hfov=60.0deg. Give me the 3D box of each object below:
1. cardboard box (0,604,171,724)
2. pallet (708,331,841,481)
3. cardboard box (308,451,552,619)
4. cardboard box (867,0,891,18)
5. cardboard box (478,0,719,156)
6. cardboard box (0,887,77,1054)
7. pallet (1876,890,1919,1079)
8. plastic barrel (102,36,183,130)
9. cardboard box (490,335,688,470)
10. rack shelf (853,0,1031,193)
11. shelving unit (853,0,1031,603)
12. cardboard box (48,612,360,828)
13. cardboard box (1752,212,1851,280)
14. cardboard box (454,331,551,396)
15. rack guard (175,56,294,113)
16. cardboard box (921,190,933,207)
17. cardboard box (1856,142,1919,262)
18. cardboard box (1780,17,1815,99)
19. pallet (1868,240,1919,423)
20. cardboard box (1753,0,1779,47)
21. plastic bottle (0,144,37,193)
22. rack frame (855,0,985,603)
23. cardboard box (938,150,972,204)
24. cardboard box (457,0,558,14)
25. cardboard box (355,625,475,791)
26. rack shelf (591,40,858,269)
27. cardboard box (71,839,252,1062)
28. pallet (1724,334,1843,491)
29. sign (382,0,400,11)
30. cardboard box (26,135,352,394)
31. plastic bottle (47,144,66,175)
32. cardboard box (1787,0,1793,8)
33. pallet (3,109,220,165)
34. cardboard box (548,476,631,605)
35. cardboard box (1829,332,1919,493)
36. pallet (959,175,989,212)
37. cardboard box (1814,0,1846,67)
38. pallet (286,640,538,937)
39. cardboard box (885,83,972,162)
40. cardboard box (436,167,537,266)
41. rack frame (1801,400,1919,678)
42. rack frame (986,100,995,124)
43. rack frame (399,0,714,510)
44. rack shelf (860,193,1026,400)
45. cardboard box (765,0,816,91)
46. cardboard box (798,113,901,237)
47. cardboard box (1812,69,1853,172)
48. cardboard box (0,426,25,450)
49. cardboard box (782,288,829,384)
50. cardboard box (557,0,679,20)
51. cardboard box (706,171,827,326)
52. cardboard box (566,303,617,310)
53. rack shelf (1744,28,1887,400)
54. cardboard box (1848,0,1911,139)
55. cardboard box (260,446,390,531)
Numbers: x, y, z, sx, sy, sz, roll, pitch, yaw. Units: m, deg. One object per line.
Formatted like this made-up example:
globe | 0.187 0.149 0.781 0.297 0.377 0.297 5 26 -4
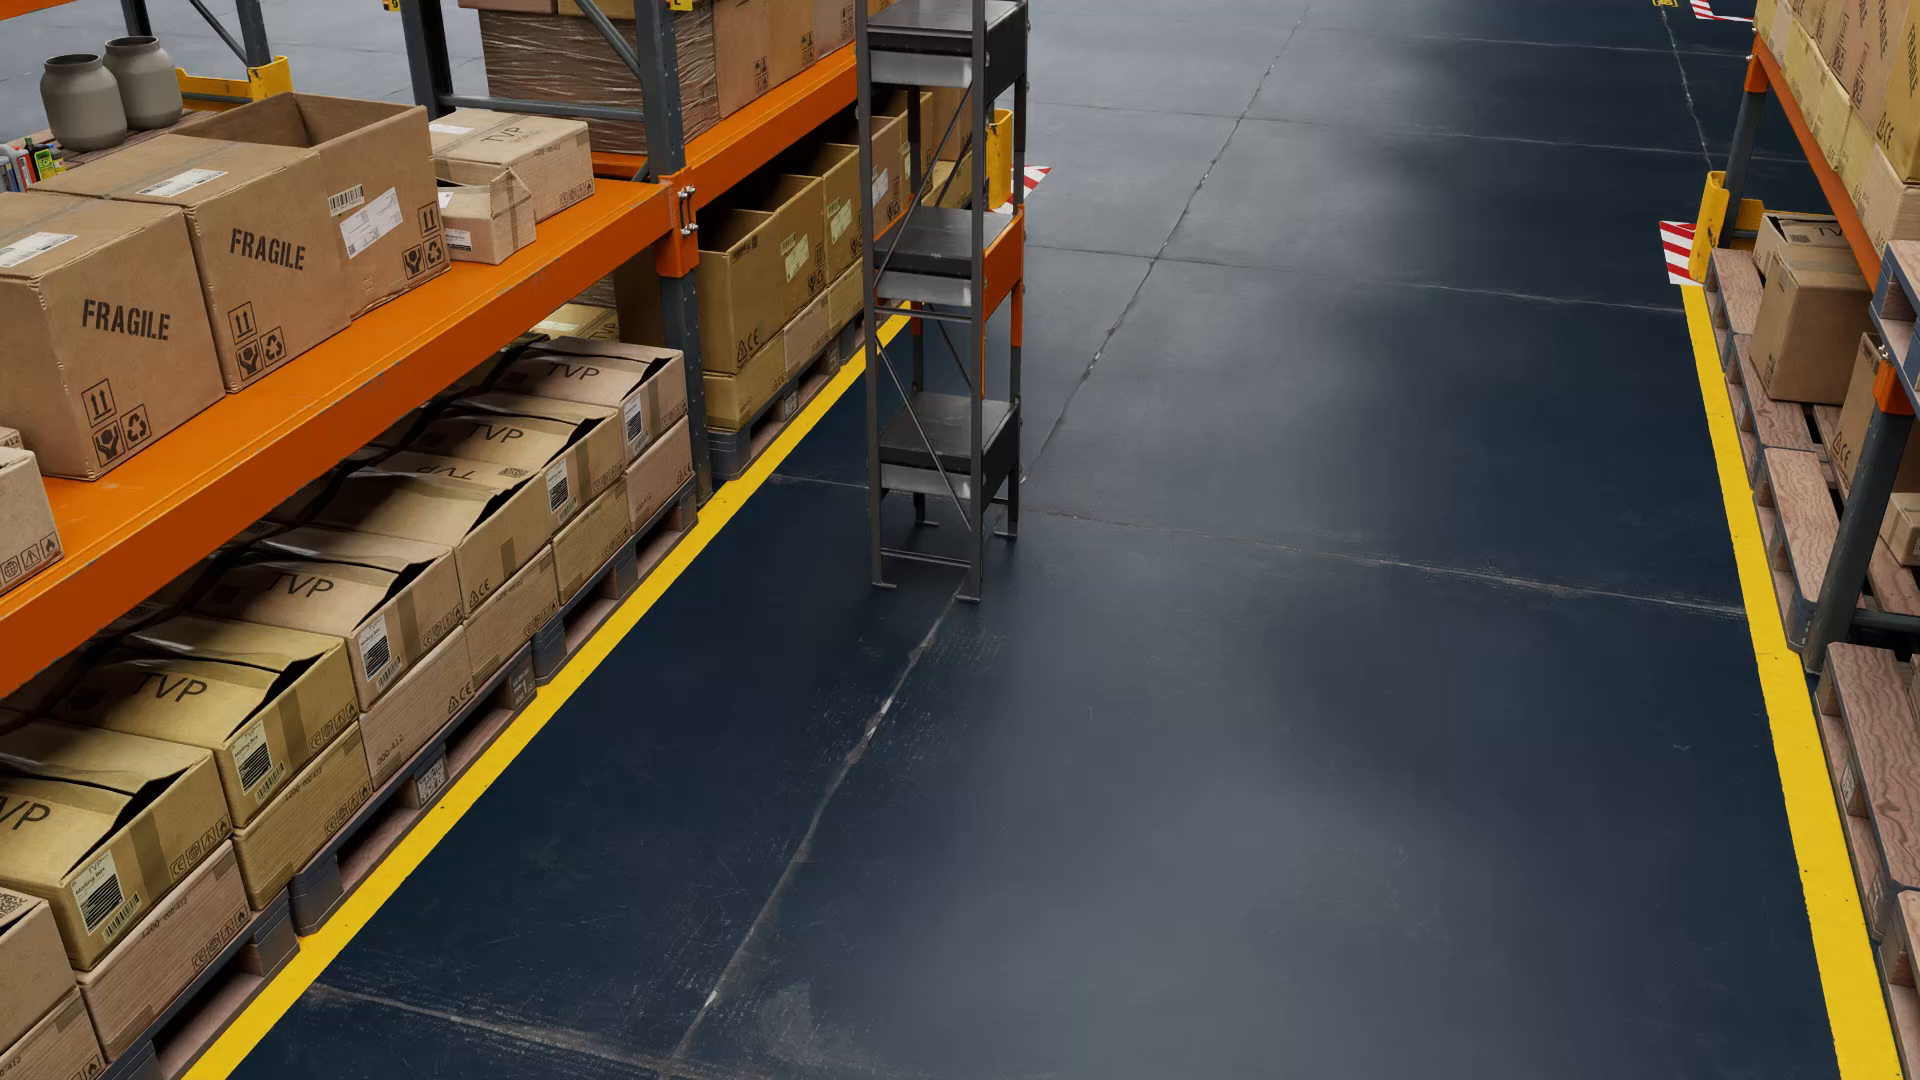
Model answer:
cardboard box | -2.427 0.348 4.358 0.500 0.311 0.500 8 30 15
pallet | -1.195 -0.674 7.244 1.003 0.211 1.213 8 30 15
cardboard box | -1.609 -0.052 5.078 0.500 0.311 0.500 8 30 15
cardboard box | -0.745 -2.741 7.990 0.700 0.500 0.500 9 30 15
cardboard box | -1.345 -1.779 6.260 0.700 0.500 0.500 8 30 14
cardboard box | -2.209 0.902 3.363 0.500 0.311 0.500 10 30 17
pallet | 2.684 1.326 3.649 1.003 0.211 1.213 8 30 15
plastic barrel | -5.149 -2.876 10.461 0.421 0.512 0.421 0 29 0
cardboard box | -1.314 -0.526 5.930 0.500 0.311 0.500 8 30 15
rack shelf | -0.049 -1.440 5.268 0.431 0.518 0.480 8 30 15
shelving unit | -0.049 -0.841 5.601 0.431 2.100 0.503 8 30 15
cardboard box | -1.911 0.420 4.229 0.500 0.311 0.500 8 30 14
cardboard box | 4.153 -1.391 7.978 0.500 0.311 0.500 5 30 9
cardboard box | -1.828 -0.599 6.061 0.500 0.311 0.500 9 30 15
rack guard | -5.006 -2.962 11.060 1.175 0.500 0.348 8 30 15
cardboard box | -0.450 -1.611 8.457 0.500 0.250 0.500 8 30 15
cardboard box | 3.117 -1.030 5.150 0.500 0.250 0.500 9 30 15
cardboard box | 3.701 -1.965 6.830 0.500 0.250 0.500 8 30 14
pallet | 2.904 -0.405 4.090 1.003 0.211 1.213 8 30 15
cardboard box | 3.995 -2.444 7.692 0.500 0.250 0.500 8 30 13
plastic bottle | -5.249 -2.069 9.232 0.152 0.276 0.135 9 30 15
rack frame | -0.120 -0.727 5.397 0.400 2.100 0.015 8 30 15
cardboard box | -0.170 -2.078 9.296 0.500 0.250 0.500 8 30 15
cardboard box | -1.594 -2.013 6.012 0.380 0.149 0.250 8 30 15
cardboard box | -1.764 0.432 4.783 0.500 0.250 0.500 9 30 16
rack shelf | -0.882 -2.144 7.758 1.077 0.370 4.000 8 30 15
cardboard box | -2.062 0.913 3.919 0.500 0.250 0.500 8 30 13
pallet | 3.787 -0.491 6.915 1.003 0.211 1.213 8 30 15
sign | -2.000 -2.020 5.824 0.100 0.325 0.005 8 30 15
cardboard box | -2.012 -0.740 4.392 0.500 0.500 0.500 9 30 15
plastic bottle | -5.149 -2.149 9.454 0.097 0.201 0.097 0 29 0
cardboard box | 3.860 -2.546 7.104 0.500 0.500 0.500 9 30 15
pallet | -5.250 -2.459 10.453 1.003 0.211 1.213 8 30 15
cardboard box | -1.464 -0.042 5.636 0.500 0.250 0.500 8 30 14
cardboard box | 3.534 -0.411 6.023 0.500 0.500 0.500 6 30 11
pallet | -0.479 -1.808 9.282 1.003 0.211 1.213 8 30 15
cardboard box | 3.562 -2.065 6.239 0.500 0.500 0.500 9 30 16
pallet | -2.004 0.607 4.942 1.003 0.211 1.213 8 30 15
cardboard box | -0.168 -2.405 9.114 0.500 0.500 0.500 8 30 15
cardboard box | -1.551 -1.035 5.163 0.396 0.266 0.258 8 30 14
rack frame | 3.268 -0.823 4.645 1.000 3.000 0.127 8 30 15
rack frame | -0.295 -3.387 9.254 1.000 3.000 0.127 8 30 15
rack frame | -1.469 -1.529 5.912 1.000 3.000 0.127 8 30 15
rack shelf | -0.049 -0.829 5.608 0.431 0.518 0.480 8 30 15
cardboard box | -1.045 -2.258 7.121 0.700 0.500 0.500 9 30 16
cardboard box | -0.595 -1.706 7.857 0.500 0.500 0.500 8 30 15
cardboard box | 3.404 -1.496 5.988 0.500 0.250 0.500 8 30 15
cardboard box | -2.323 -0.161 3.712 0.380 0.149 0.250 11 31 19
cardboard box | -0.891 -0.914 7.205 0.500 0.250 0.500 8 30 15
cardboard box | -1.205 -1.953 5.905 0.380 0.149 0.250 8 30 15
cardboard box | -0.894 -1.243 7.023 0.500 0.500 0.500 8 30 15
cardboard box | -1.386 -0.988 7.337 0.500 0.250 0.500 8 30 15
rack shelf | 3.855 -1.439 6.490 1.077 0.370 4.000 8 30 15
cardboard box | 3.252 -1.591 5.387 0.500 0.500 0.500 8 30 15
cardboard box | -2.131 -0.126 5.211 0.500 0.311 0.500 8 30 13
